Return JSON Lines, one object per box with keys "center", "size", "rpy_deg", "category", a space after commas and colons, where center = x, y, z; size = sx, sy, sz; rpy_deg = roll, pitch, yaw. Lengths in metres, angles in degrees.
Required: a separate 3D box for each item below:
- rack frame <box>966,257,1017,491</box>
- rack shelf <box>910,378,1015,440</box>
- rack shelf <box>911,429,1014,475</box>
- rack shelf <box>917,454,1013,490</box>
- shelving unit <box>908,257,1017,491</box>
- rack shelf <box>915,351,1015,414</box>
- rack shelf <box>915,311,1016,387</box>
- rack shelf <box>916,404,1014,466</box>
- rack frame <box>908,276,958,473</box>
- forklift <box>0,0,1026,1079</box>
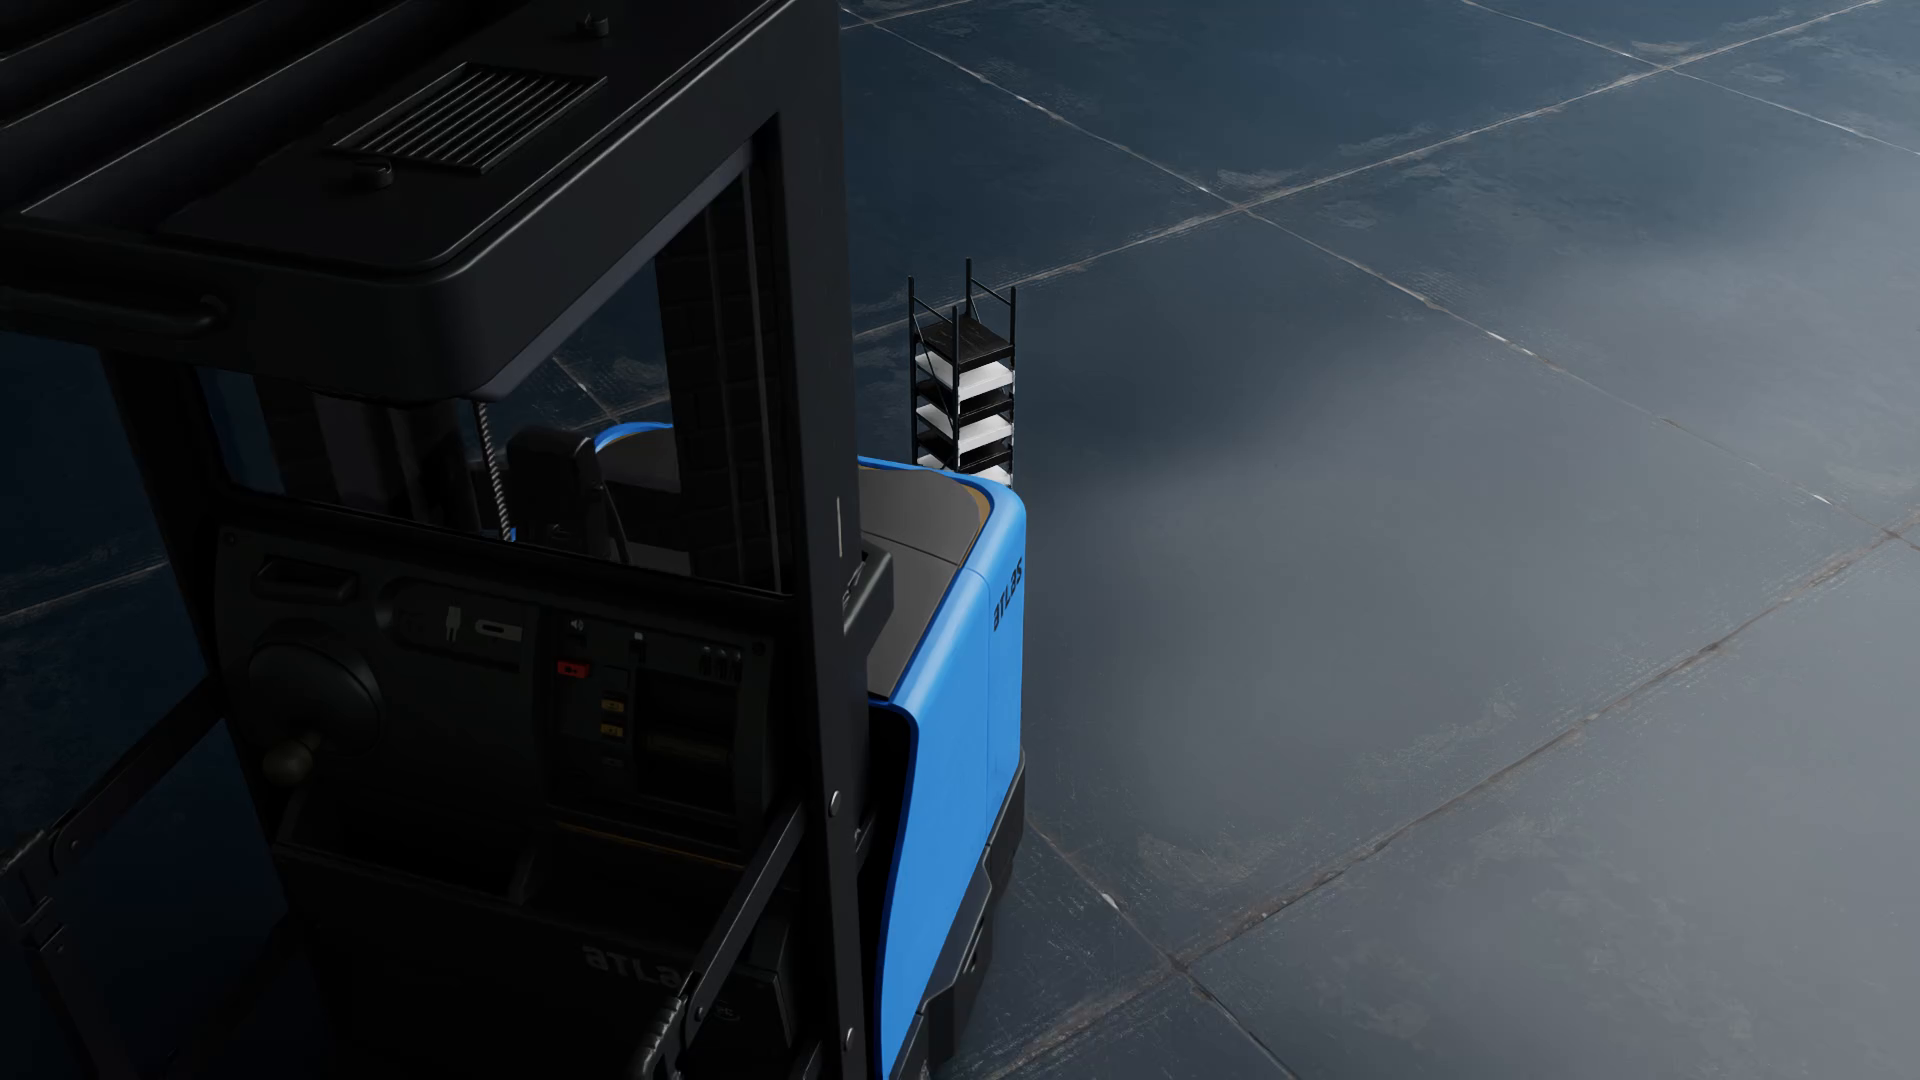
{"center": [0.090, -0.402, 5.039], "size": [0.006, 0.900, 0.240], "rpy_deg": [-22, 41, -28], "category": "rack frame"}
{"center": [0.007, -0.414, 4.958], "size": [0.200, 0.077, 0.258], "rpy_deg": [-22, 41, -28], "category": "rack shelf"}
{"center": [0.007, -0.268, 5.063], "size": [0.200, 0.077, 0.258], "rpy_deg": [-22, 41, -28], "category": "rack shelf"}
{"center": [0.007, -0.195, 5.116], "size": [0.200, 0.077, 0.258], "rpy_deg": [-22, 41, -28], "category": "rack shelf"}
{"center": [0.007, -0.368, 4.991], "size": [0.210, 0.900, 0.258], "rpy_deg": [-22, 41, -28], "category": "shelving unit"}
{"center": [0.007, -0.487, 4.905], "size": [0.200, 0.077, 0.258], "rpy_deg": [-22, 41, -28], "category": "rack shelf"}
{"center": [0.007, -0.560, 4.853], "size": [0.200, 0.077, 0.258], "rpy_deg": [-22, 41, -28], "category": "rack shelf"}
{"center": [0.007, -0.341, 5.010], "size": [0.200, 0.077, 0.258], "rpy_deg": [-22, 41, -28], "category": "rack shelf"}
{"center": [-0.076, -0.334, 4.943], "size": [0.006, 0.900, 0.240], "rpy_deg": [-22, 41, -28], "category": "rack frame"}
{"center": [-0.774, 0.293, 2.332], "size": [1.130, 2.935, 3.031], "rpy_deg": [10, 37, 14], "category": "forklift"}
